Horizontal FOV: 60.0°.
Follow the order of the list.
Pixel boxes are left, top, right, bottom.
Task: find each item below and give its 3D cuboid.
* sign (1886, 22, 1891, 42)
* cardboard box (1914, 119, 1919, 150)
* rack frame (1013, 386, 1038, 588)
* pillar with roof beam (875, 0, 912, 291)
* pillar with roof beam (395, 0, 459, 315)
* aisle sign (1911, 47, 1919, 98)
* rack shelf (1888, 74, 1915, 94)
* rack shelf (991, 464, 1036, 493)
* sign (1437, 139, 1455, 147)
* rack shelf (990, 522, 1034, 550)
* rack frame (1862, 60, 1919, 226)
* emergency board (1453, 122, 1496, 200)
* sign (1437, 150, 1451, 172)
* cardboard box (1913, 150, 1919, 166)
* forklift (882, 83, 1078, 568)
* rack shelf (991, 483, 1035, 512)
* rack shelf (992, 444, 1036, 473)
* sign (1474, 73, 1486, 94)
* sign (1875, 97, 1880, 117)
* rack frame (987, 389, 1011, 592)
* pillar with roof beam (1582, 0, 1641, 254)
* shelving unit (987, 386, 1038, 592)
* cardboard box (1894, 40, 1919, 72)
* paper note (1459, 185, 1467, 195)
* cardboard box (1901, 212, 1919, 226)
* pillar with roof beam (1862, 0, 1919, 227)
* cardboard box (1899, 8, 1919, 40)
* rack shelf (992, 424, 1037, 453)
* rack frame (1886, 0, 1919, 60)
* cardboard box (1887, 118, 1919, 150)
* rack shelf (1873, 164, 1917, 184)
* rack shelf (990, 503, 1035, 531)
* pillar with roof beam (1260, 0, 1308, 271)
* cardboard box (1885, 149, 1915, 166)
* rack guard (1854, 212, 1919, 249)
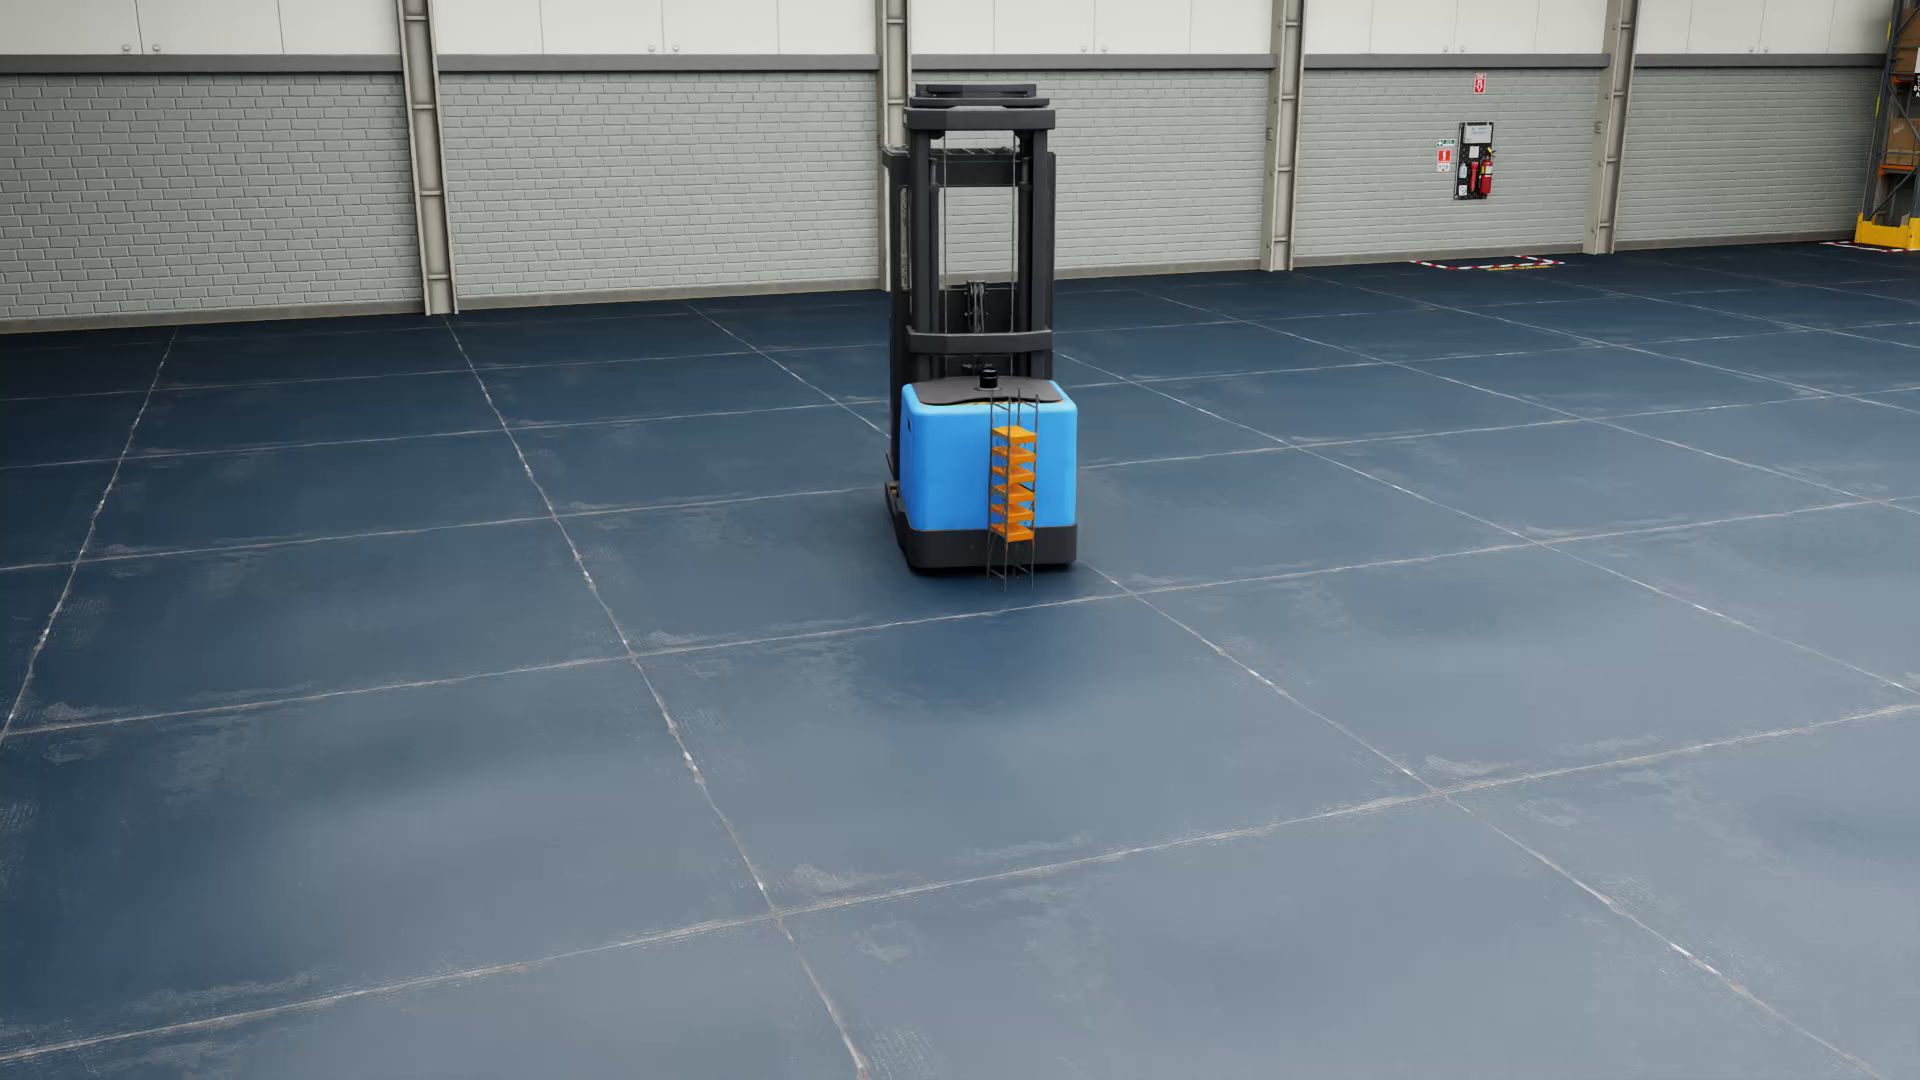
[{"bbox_3d":[15.408,-8.413,27.530,0.005,0.325,0.100,-6,17,-20],"label":"sign"},{"bbox_3d":[16.141,-6.668,27.380,0.500,0.500,0.500,-6,17,-20],"label":"cardboard box"},{"bbox_3d":[0.393,-0.313,10.022,0.006,1.200,0.240,-8,20,-26],"label":"rack frame"},{"bbox_3d":[0.664,-6.630,17.706,0.400,9.000,9.100,-6,17,-20],"label":"pillar with roof beam"},{"bbox_3d":[-4.939,-6.025,15.646,0.400,9.000,9.100,-6,17,-20],"label":"pillar with roof beam"},{"bbox_3d":[15.628,-7.562,26.913,0.004,0.787,0.394,-6,17,-20],"label":"aisle sign"},{"bbox_3d":[17.455,-7.697,27.938,4.000,0.370,1.077,-6,17,-20],"label":"rack shelf"},{"bbox_3d":[0.313,-0.374,9.960,0.180,0.103,0.258,-8,20,-26],"label":"rack shelf"},{"bbox_3d":[7.462,-6.096,25.530,0.331,0.109,0.001,-6,17,-20],"label":"sign"},{"bbox_3d":[0.307,-0.031,10.068,0.180,0.103,0.258,-8,20,-26],"label":"rack shelf"},{"bbox_3d":[15.587,-6.401,27.573,0.127,3.000,1.000,-6,17,-20],"label":"rack frame"},{"bbox_3d":[8.008,-5.855,25.714,0.643,1.169,0.194,-6,17,-20],"label":"emergency board"},{"bbox_3d":[7.454,-5.844,25.611,0.234,0.329,0.001,-6,17,-20],"label":"sign"},{"bbox_3d":[16.157,-6.305,27.474,0.500,0.250,0.500,-7,18,-22],"label":"cardboard box"},{"bbox_3d":[0.054,-1.602,11.350,1.130,2.935,3.031,-2,16,-6],"label":"forklift"},{"bbox_3d":[0.311,-0.260,9.996,0.180,0.103,0.258,-8,20,-26],"label":"rack shelf"},{"bbox_3d":[0.315,-0.488,9.924,0.180,0.103,0.258,-8,20,-26],"label":"rack shelf"},{"bbox_3d":[7.964,-6.993,25.474,0.199,0.298,0.001,-6,17,-20],"label":"sign"},{"bbox_3d":[15.408,-7.256,27.869,0.005,0.325,0.100,-6,17,-20],"label":"sign"},{"bbox_3d":[0.230,-0.291,9.943,0.006,1.200,0.240,-8,20,-26],"label":"rack frame"},{"bbox_3d":[11.869,-7.840,21.826,0.400,9.000,9.100,-6,17,-20],"label":"pillar with roof beam"},{"bbox_3d":[0.311,-0.302,9.983,0.189,1.200,0.258,-8,20,-26],"label":"shelving unit"},{"bbox_3d":[15.887,-8.007,27.503,0.500,0.500,0.500,-5,17,-16],"label":"cardboard box"},{"bbox_3d":[7.818,-5.433,25.839,0.142,0.148,0.016,-6,17,-20],"label":"paper note"},{"bbox_3d":[16.266,-5.368,28.047,0.500,0.311,0.500,-8,18,-26],"label":"cardboard box"},{"bbox_3d":[17.472,-8.445,23.886,0.400,9.000,9.100,-6,17,-20],"label":"pillar with roof beam"},{"bbox_3d":[15.897,-8.490,27.375,0.500,0.500,0.500,-5,17,-18],"label":"cardboard box"},{"bbox_3d":[0.317,-0.603,9.888,0.180,0.103,0.258,-8,20,-26],"label":"rack shelf"},{"bbox_3d":[15.587,-9.280,26.728,0.127,3.000,1.000,-6,17,-20],"label":"rack frame"},{"bbox_3d":[15.952,-6.802,27.838,0.500,0.500,0.500,-6,18,-21],"label":"cardboard box"},{"bbox_3d":[17.455,-6.258,28.361,4.000,0.370,1.077,-6,17,-20],"label":"rack shelf"},{"bbox_3d":[0.309,-0.145,10.032,0.180,0.103,0.258,-8,20,-26],"label":"rack shelf"},{"bbox_3d":[6.267,-7.235,19.766,0.400,9.000,9.100,-6,17,-20],"label":"pillar with roof beam"},{"bbox_3d":[15.955,-6.437,27.925,0.500,0.250,0.500,-6,17,-19],"label":"cardboard box"},{"bbox_3d":[15.658,-5.210,27.951,0.348,0.500,1.175,-6,17,-20],"label":"rack guard"}]
